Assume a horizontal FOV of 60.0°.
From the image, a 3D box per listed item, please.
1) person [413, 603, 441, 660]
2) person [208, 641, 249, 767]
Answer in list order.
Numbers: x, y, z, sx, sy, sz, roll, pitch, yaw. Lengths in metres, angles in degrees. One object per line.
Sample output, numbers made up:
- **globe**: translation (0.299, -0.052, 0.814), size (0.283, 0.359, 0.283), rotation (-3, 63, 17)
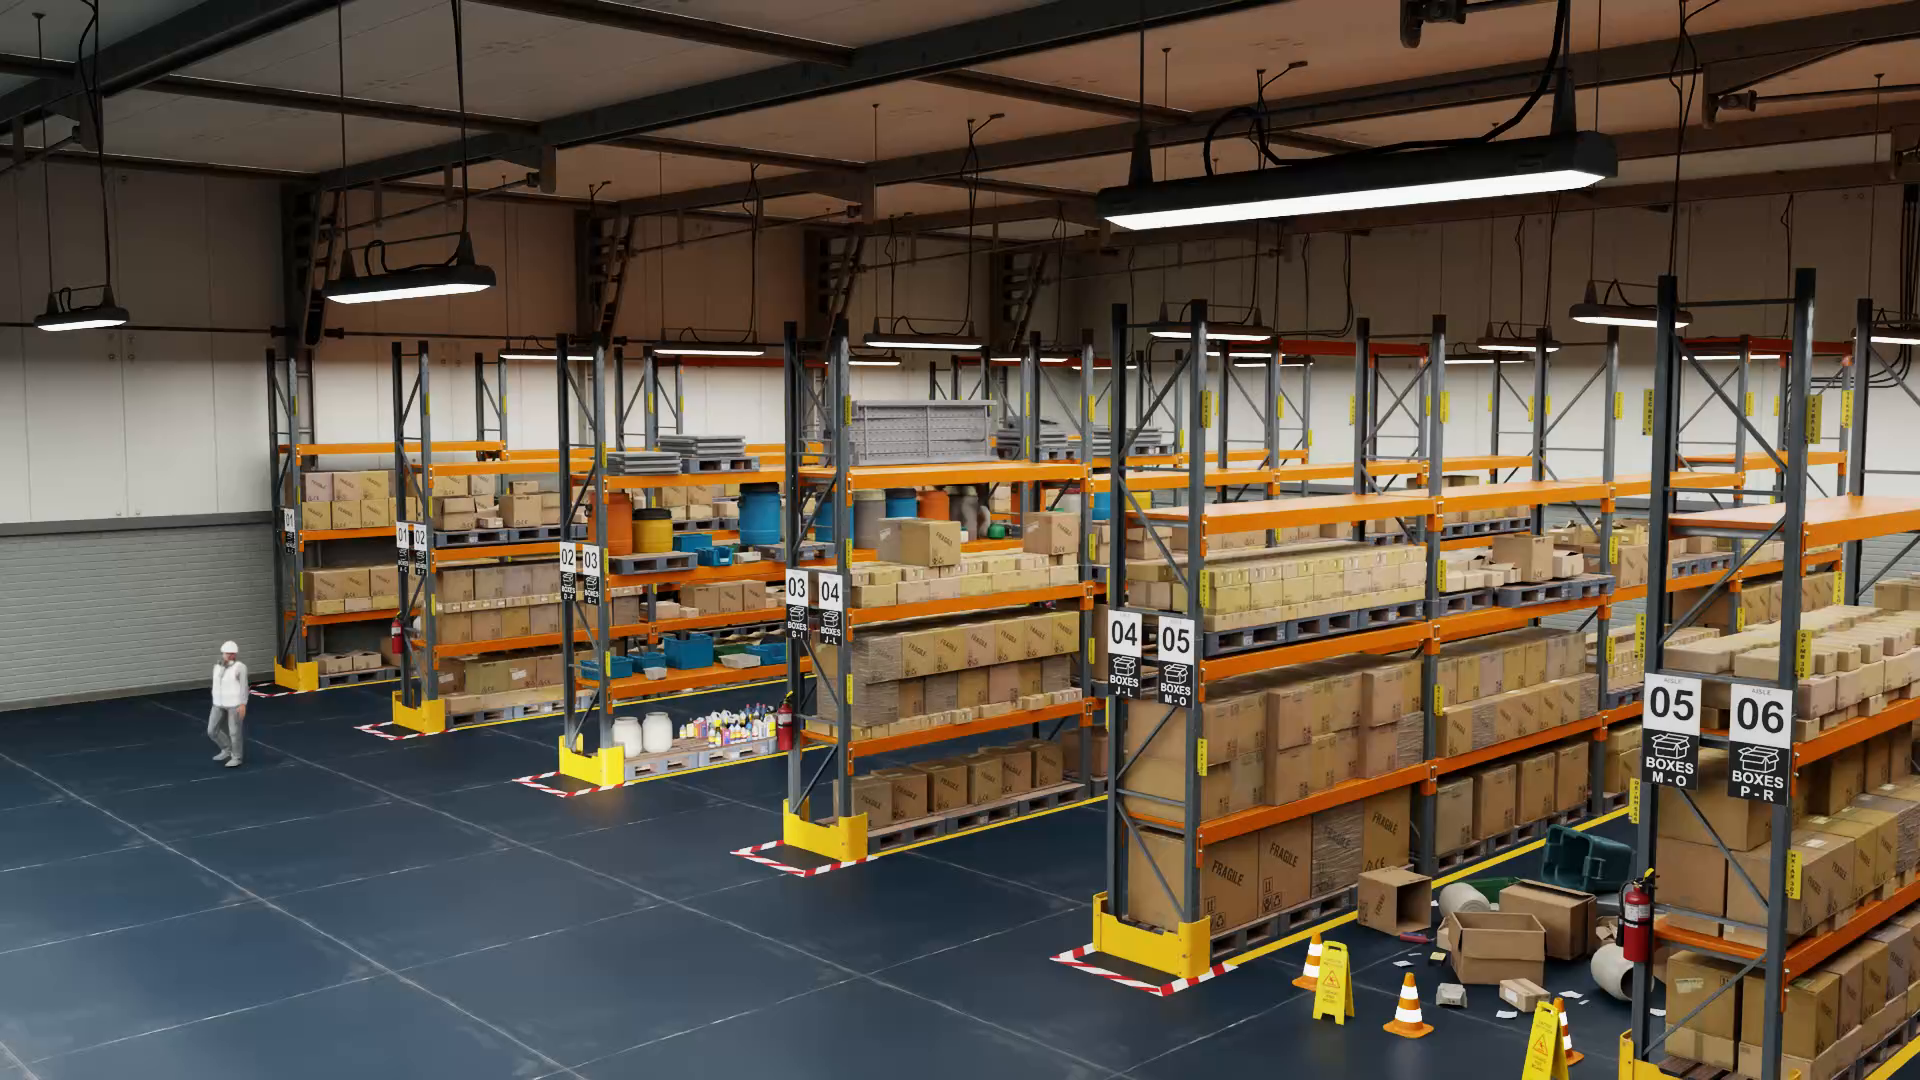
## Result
- **person**: translation (-9.234, 1.866, 29.047), size (0.572, 1.614, 0.754), rotation (0, 5, -5)
- **person**: translation (-10.165, 2.274, 23.140), size (0.617, 1.758, 0.440), rotation (1, 5, 10)
